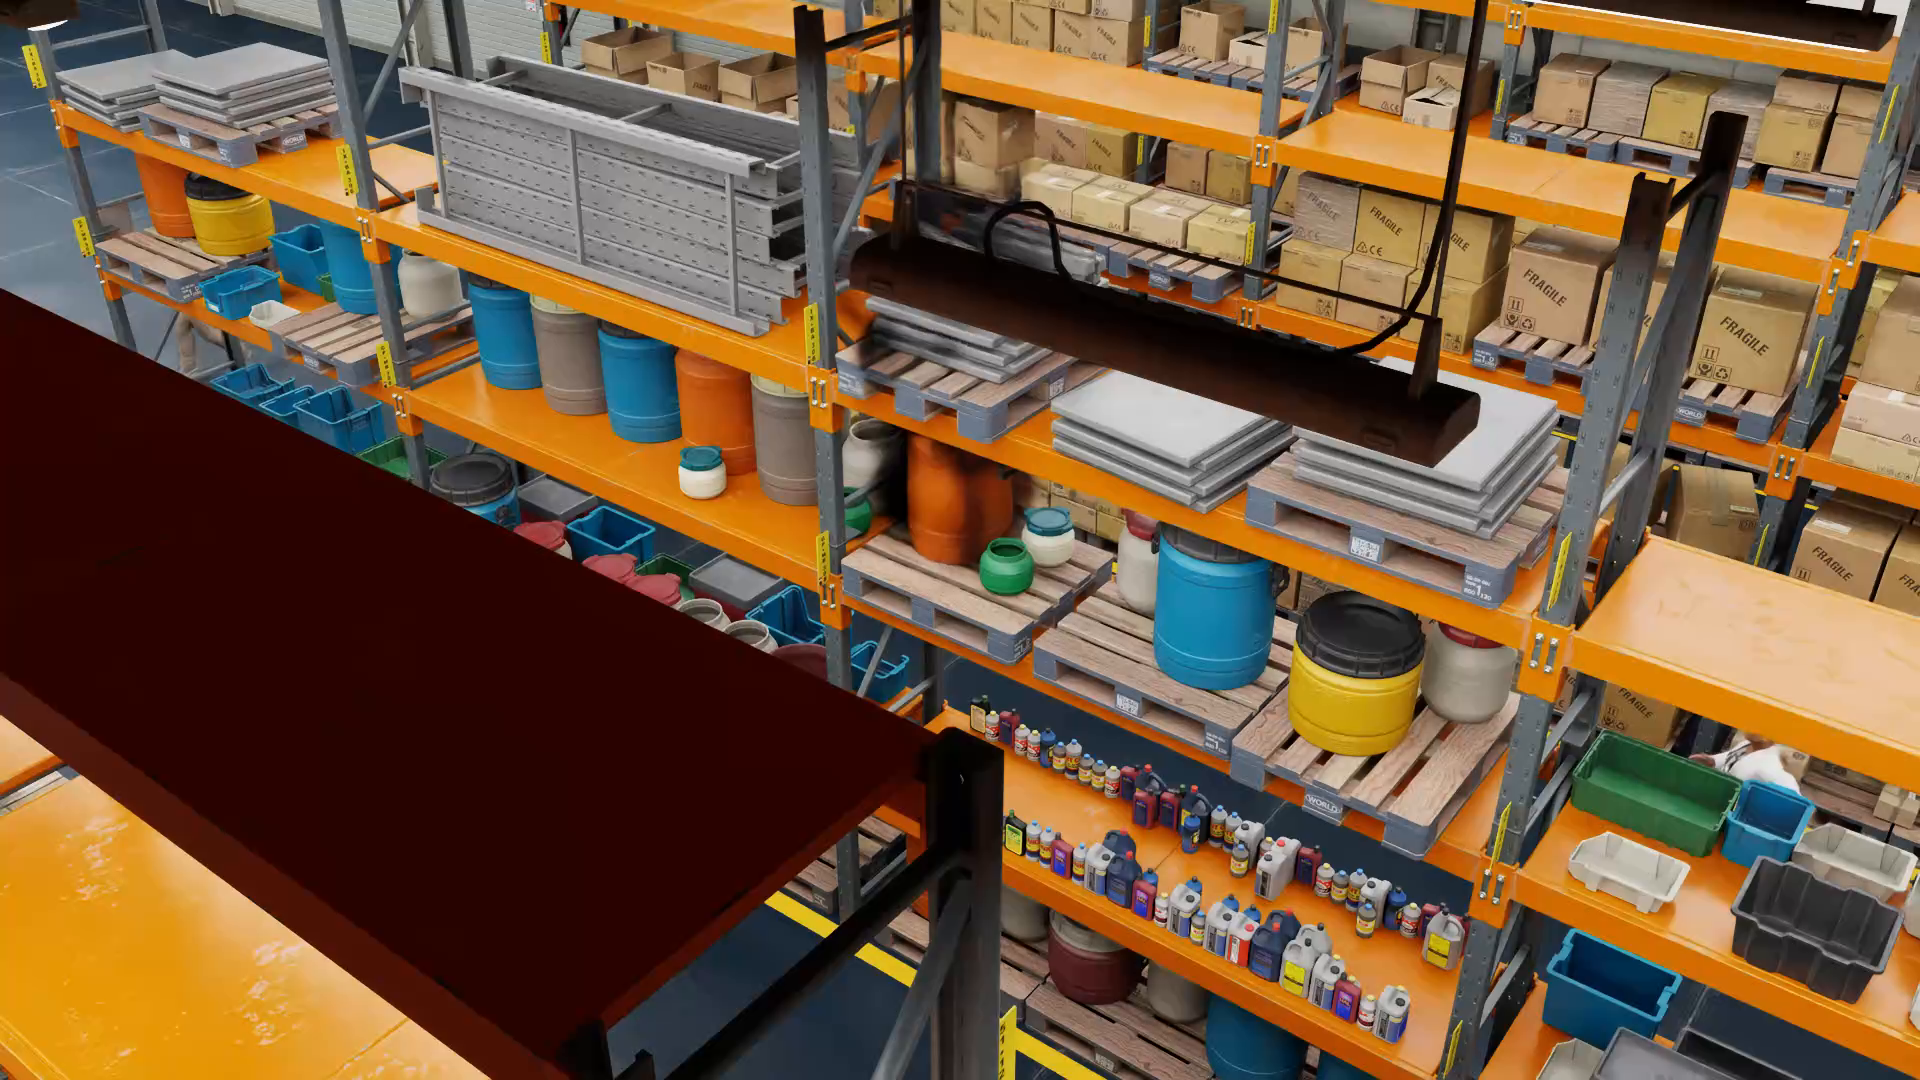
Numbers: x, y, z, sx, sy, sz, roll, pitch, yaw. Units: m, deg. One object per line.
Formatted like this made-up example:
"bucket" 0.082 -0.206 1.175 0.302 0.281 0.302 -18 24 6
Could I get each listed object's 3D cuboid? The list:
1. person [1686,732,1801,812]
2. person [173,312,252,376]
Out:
"person" 4.975 1.828 10.544 0.968 1.823 0.702 13 34 21
"person" -8.180 -2.530 17.786 0.871 1.779 0.635 -13 34 -20
